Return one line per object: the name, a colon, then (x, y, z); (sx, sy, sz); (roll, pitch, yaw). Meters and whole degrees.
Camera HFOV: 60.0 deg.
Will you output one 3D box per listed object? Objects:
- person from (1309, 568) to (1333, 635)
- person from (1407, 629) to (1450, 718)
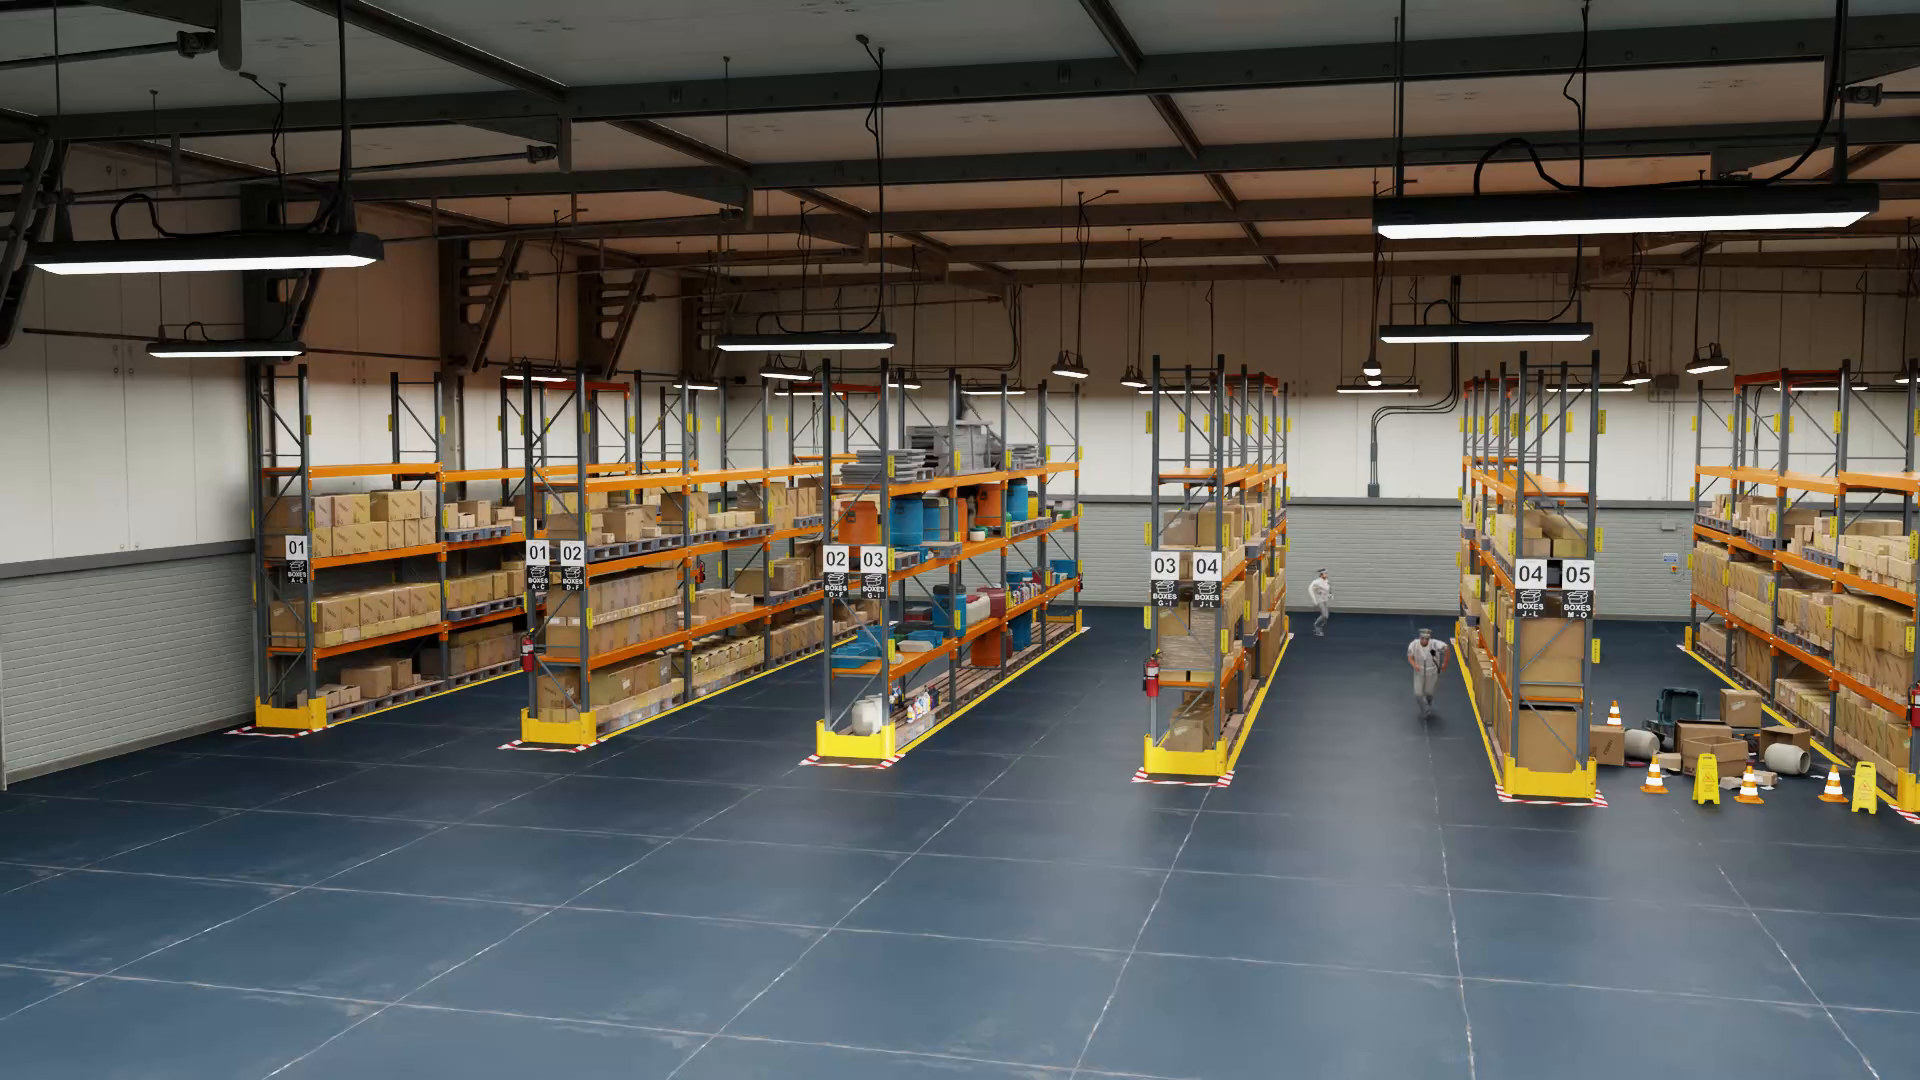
person: (8.583, 1.467, 39.485); (0.635, 1.646, 0.534); (-3, 5, -40)
person: (7.992, 2.272, 28.376); (0.692, 1.574, 0.851); (2, 4, 21)
